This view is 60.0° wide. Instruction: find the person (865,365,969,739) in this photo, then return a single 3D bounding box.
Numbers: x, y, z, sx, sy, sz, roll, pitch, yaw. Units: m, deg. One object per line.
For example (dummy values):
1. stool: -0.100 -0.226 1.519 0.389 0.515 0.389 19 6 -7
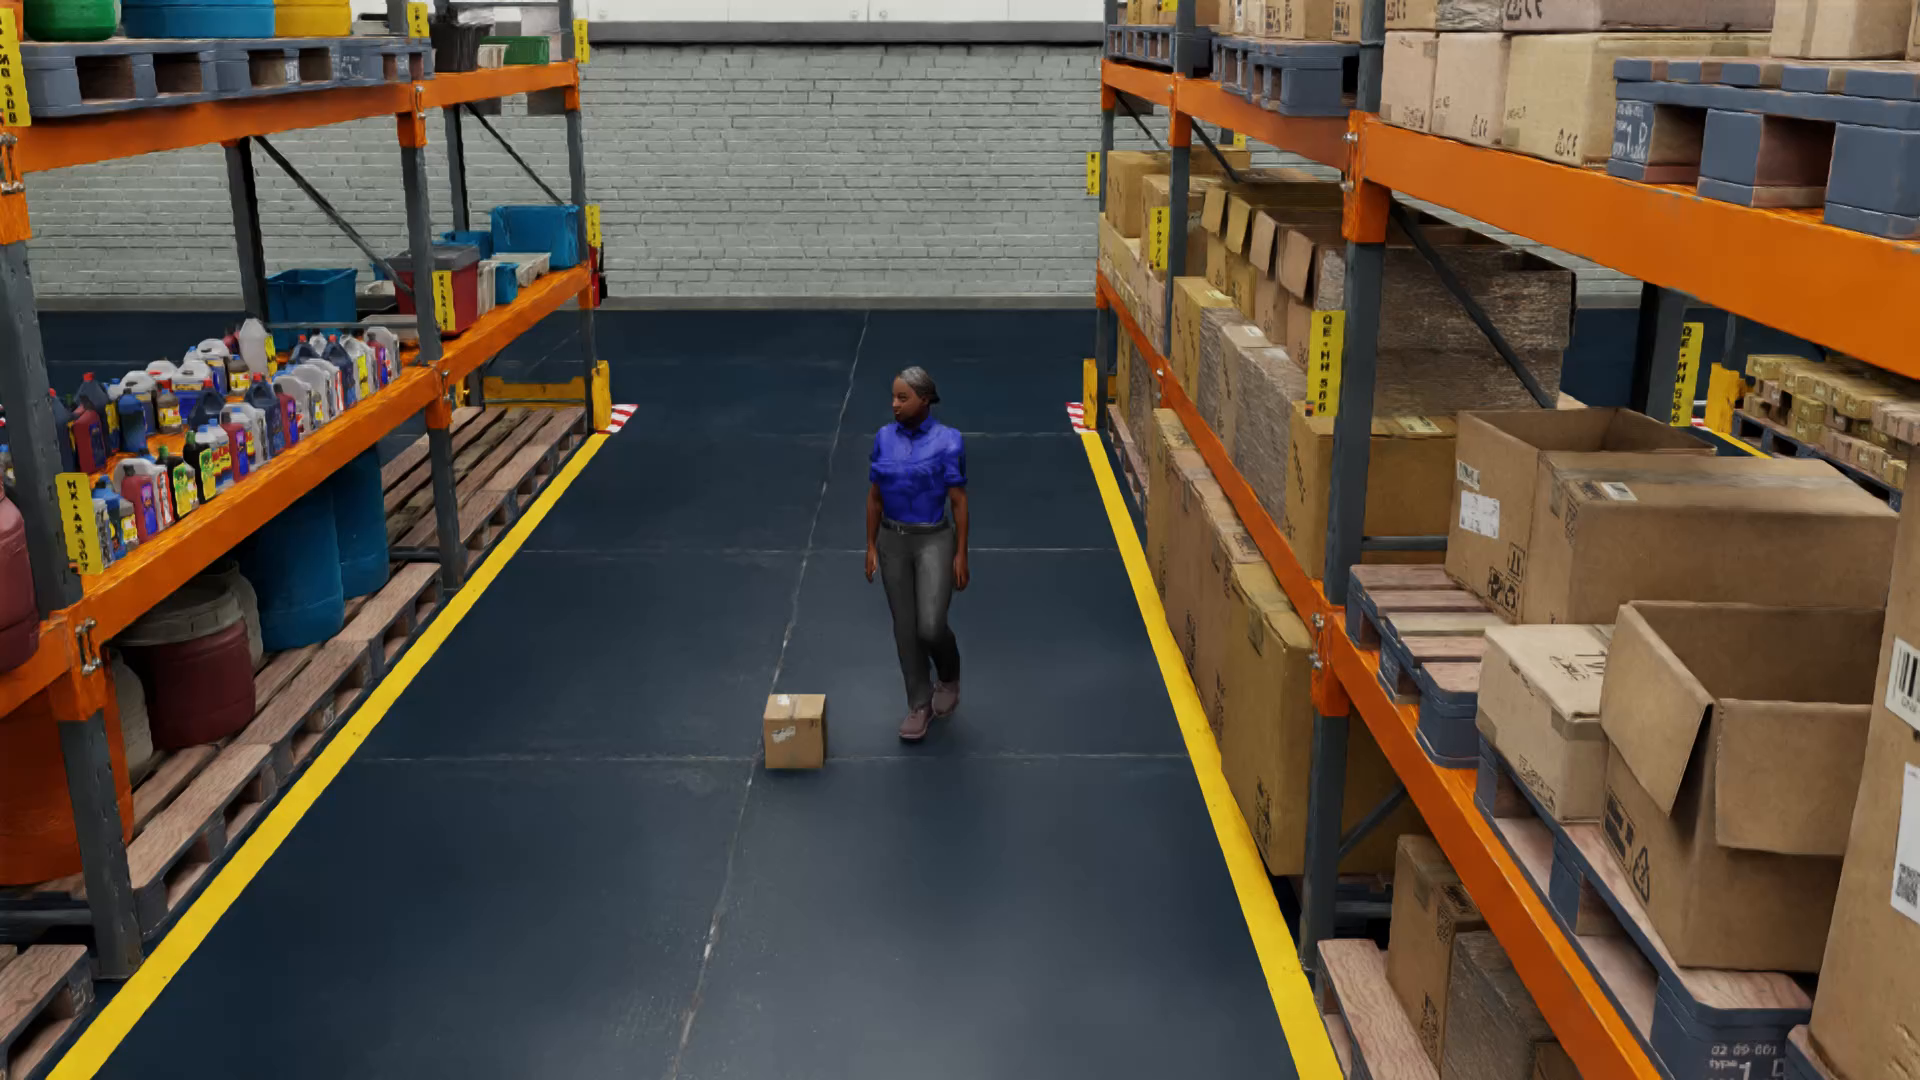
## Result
1. person: -0.208 0.064 7.337 0.504 1.657 0.456 7 18 20
